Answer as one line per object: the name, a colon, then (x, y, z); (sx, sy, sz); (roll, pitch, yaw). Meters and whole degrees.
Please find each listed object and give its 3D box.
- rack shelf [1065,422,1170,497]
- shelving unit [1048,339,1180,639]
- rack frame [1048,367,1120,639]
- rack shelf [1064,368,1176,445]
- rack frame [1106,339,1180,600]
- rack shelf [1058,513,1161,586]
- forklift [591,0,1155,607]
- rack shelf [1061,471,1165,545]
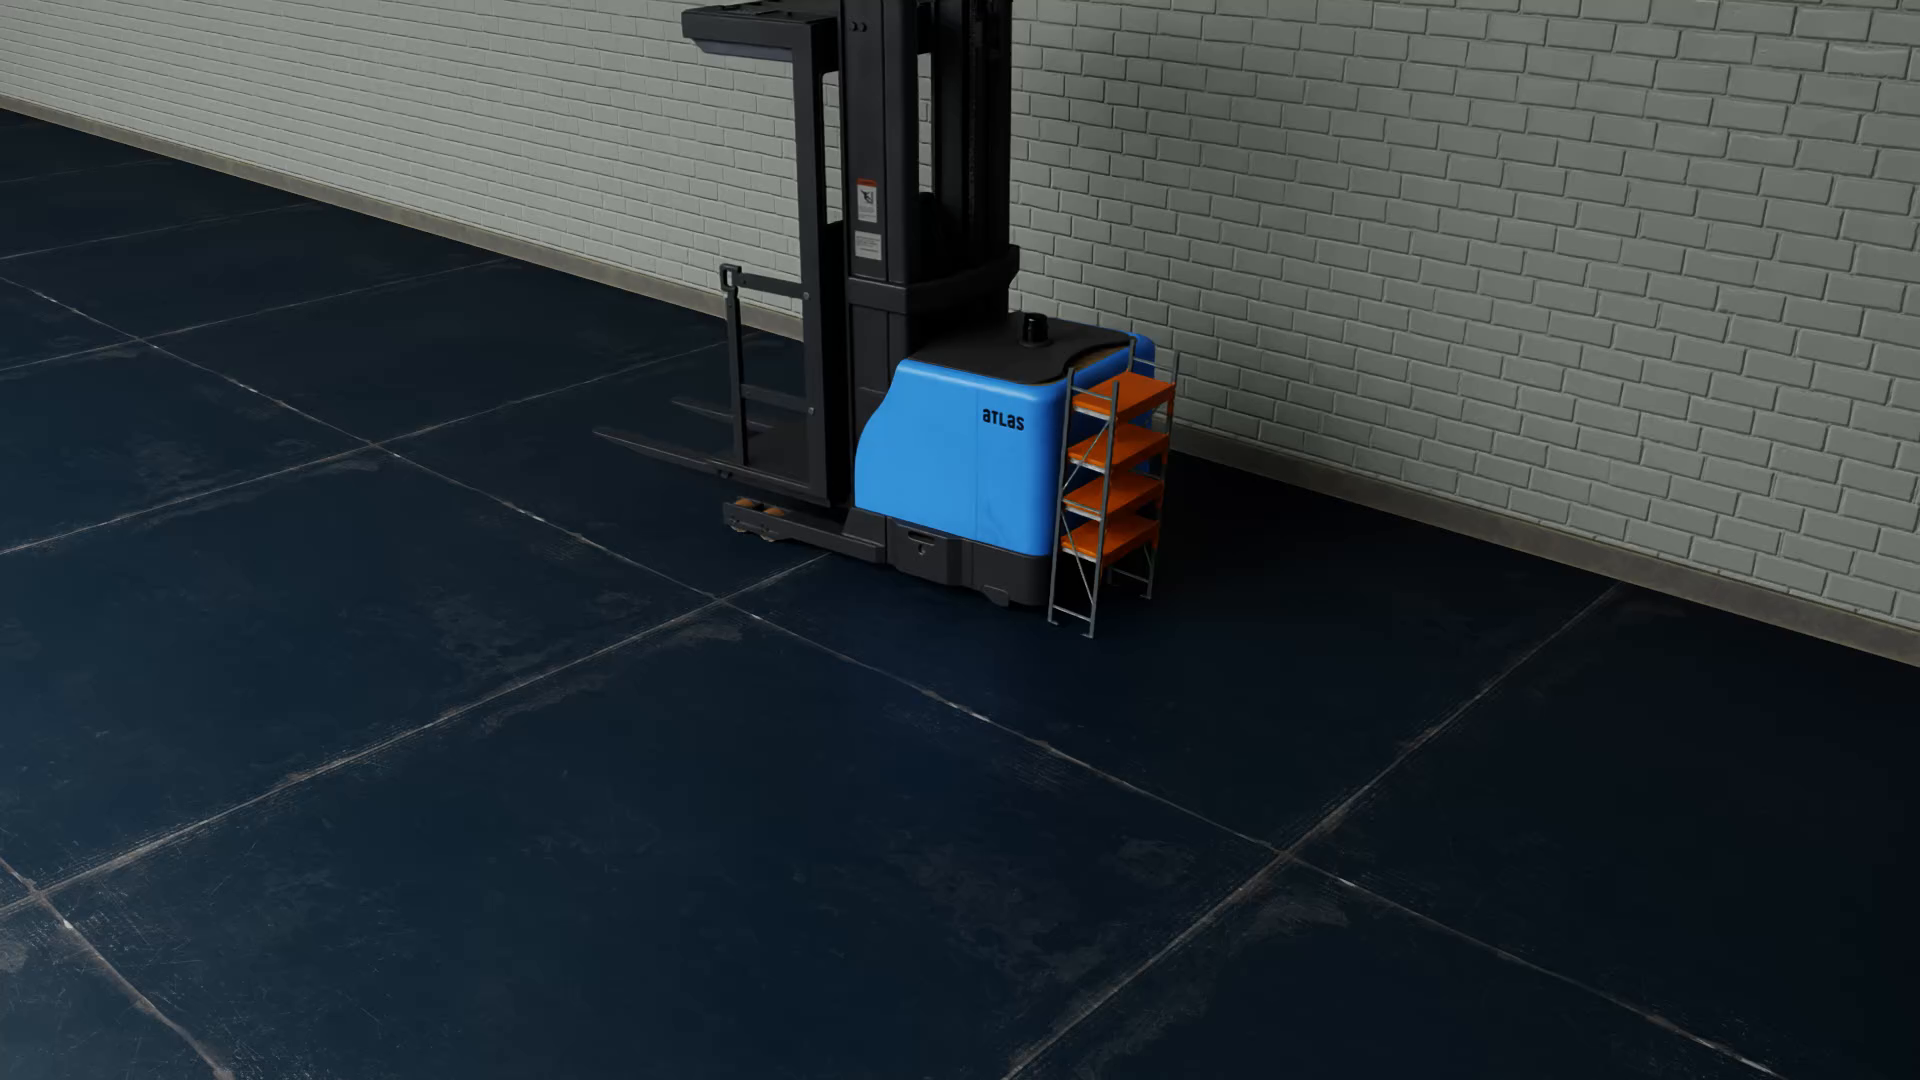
rack shelf: (0.673, -0.361, 7.189); (0.258, 0.148, 0.480); (21, 31, 31)
shelving unit: (0.666, -0.221, 7.258); (0.258, 1.200, 0.503); (21, 31, 31)
rack frame: (0.519, -0.141, 7.080); (0.240, 1.200, 0.015); (21, 31, 31)
rack shelf: (0.685, -0.573, 7.084); (0.258, 0.148, 0.480); (21, 31, 31)
rack frame: (0.812, -0.301, 7.436); (0.240, 1.200, 0.015); (21, 31, 31)
rack shelf: (0.653, 0.017, 7.376); (0.258, 0.148, 0.480); (21, 31, 31)
forklift: (-0.576, -1.489, 7.988); (3.031, 2.935, 1.130); (16, 29, 31)
rack shelf: (0.662, -0.161, 7.288); (0.258, 0.148, 0.480); (21, 31, 31)
